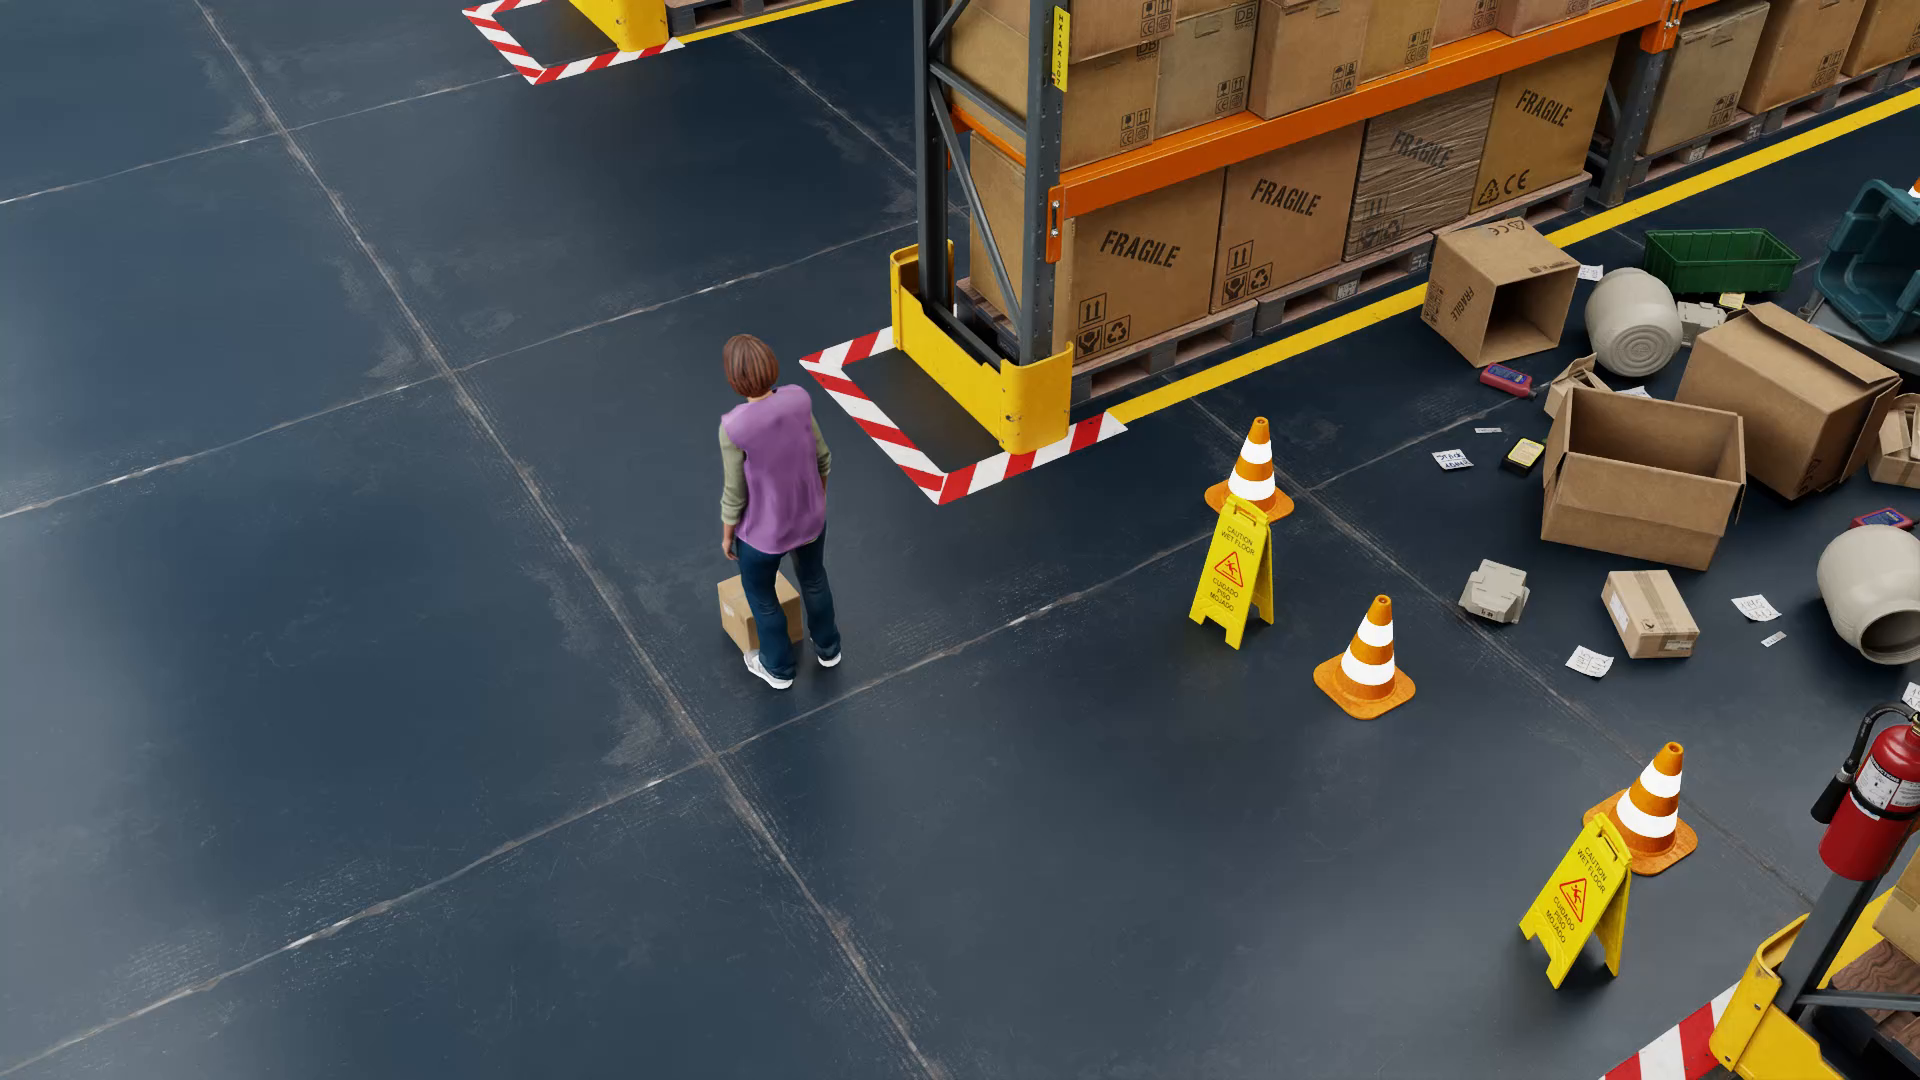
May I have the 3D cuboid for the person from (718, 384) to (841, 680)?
[{"bbox_3d":[-0.673,-0.006,6.277,0.461,1.326,0.291,-26,47,-26],"label":"person"}]
